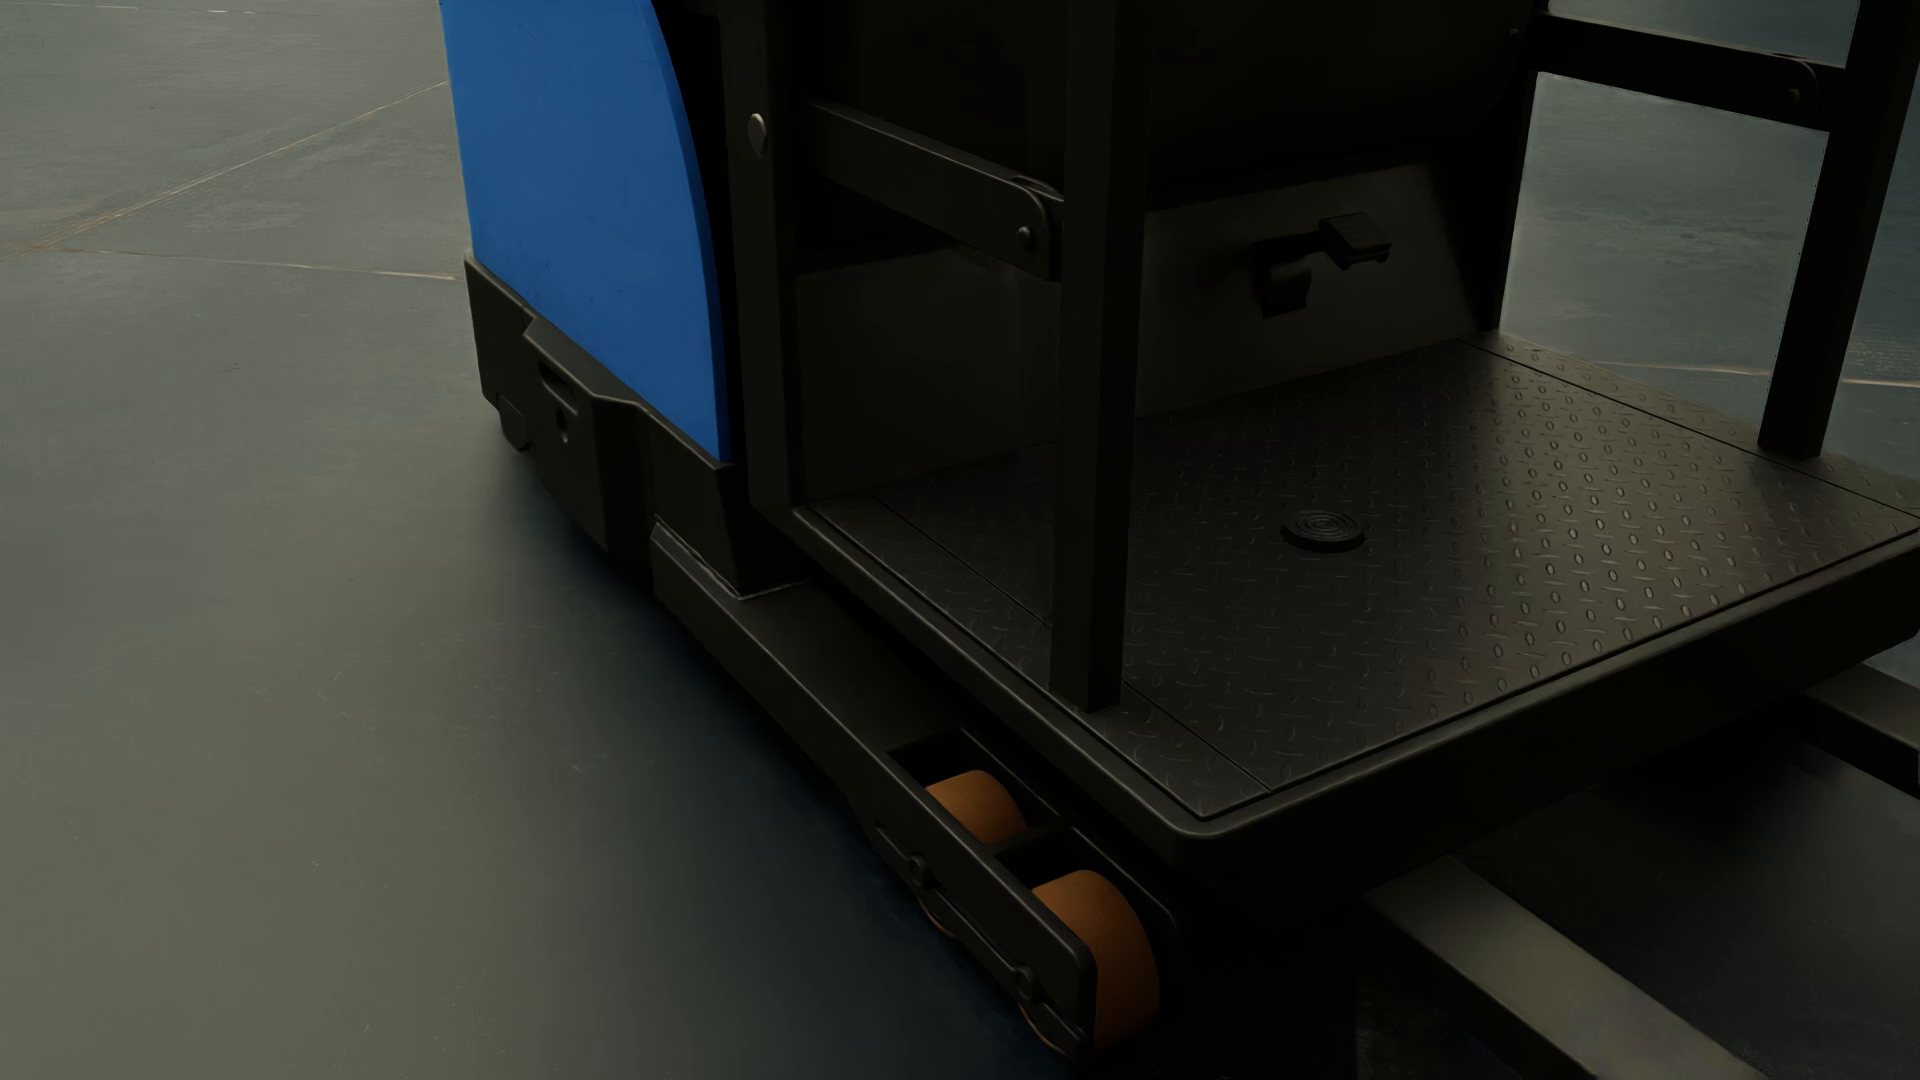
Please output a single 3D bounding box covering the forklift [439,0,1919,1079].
[{"bbox_3d":[0.386,-1.071,1.370,1.130,2.935,3.031,-16,31,-28],"label":"forklift"}]
